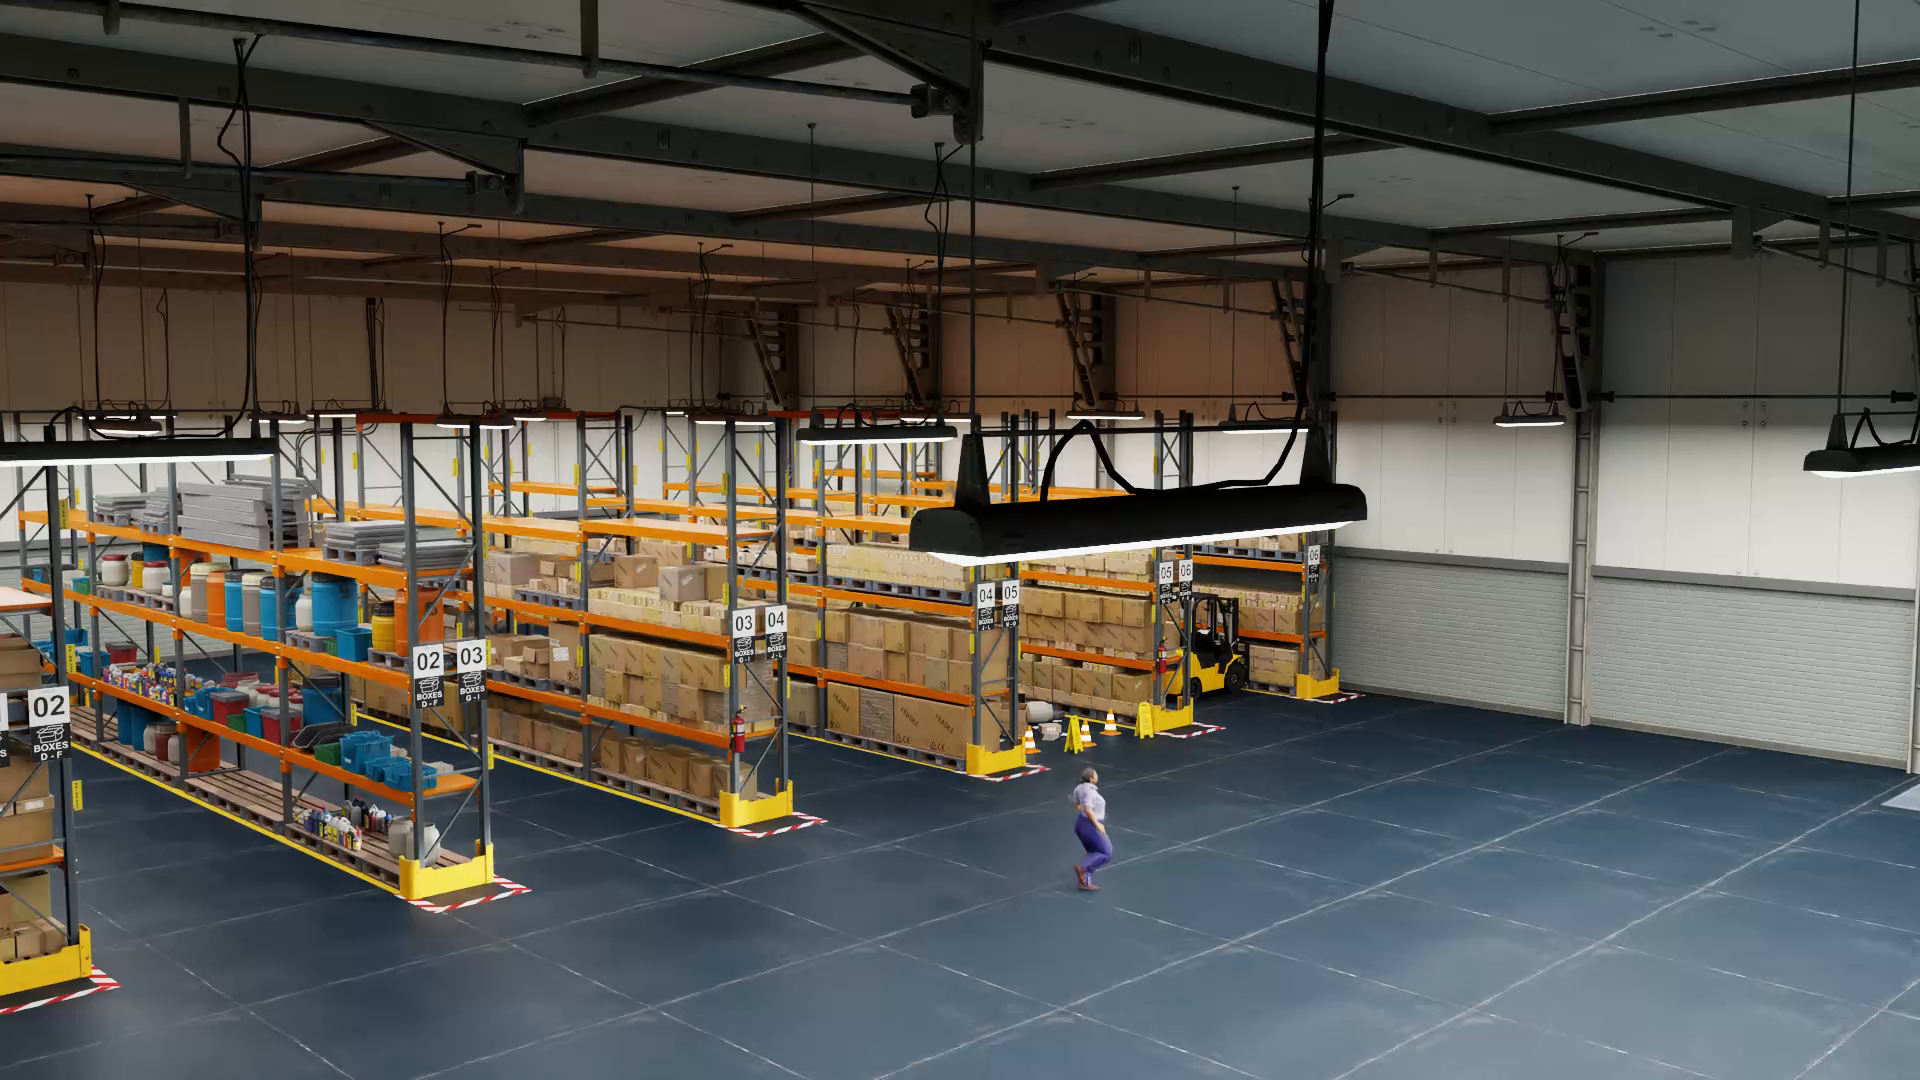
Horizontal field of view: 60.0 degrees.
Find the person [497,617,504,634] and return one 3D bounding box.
[{"bbox_3d":[-11.340,2.040,40.689,0.587,1.500,0.606,-1,5,-7],"label":"person"}]

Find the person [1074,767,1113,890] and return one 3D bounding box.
[{"bbox_3d":[1.670,3.695,21.270,0.549,1.606,0.607,-2,5,-22],"label":"person"}]
